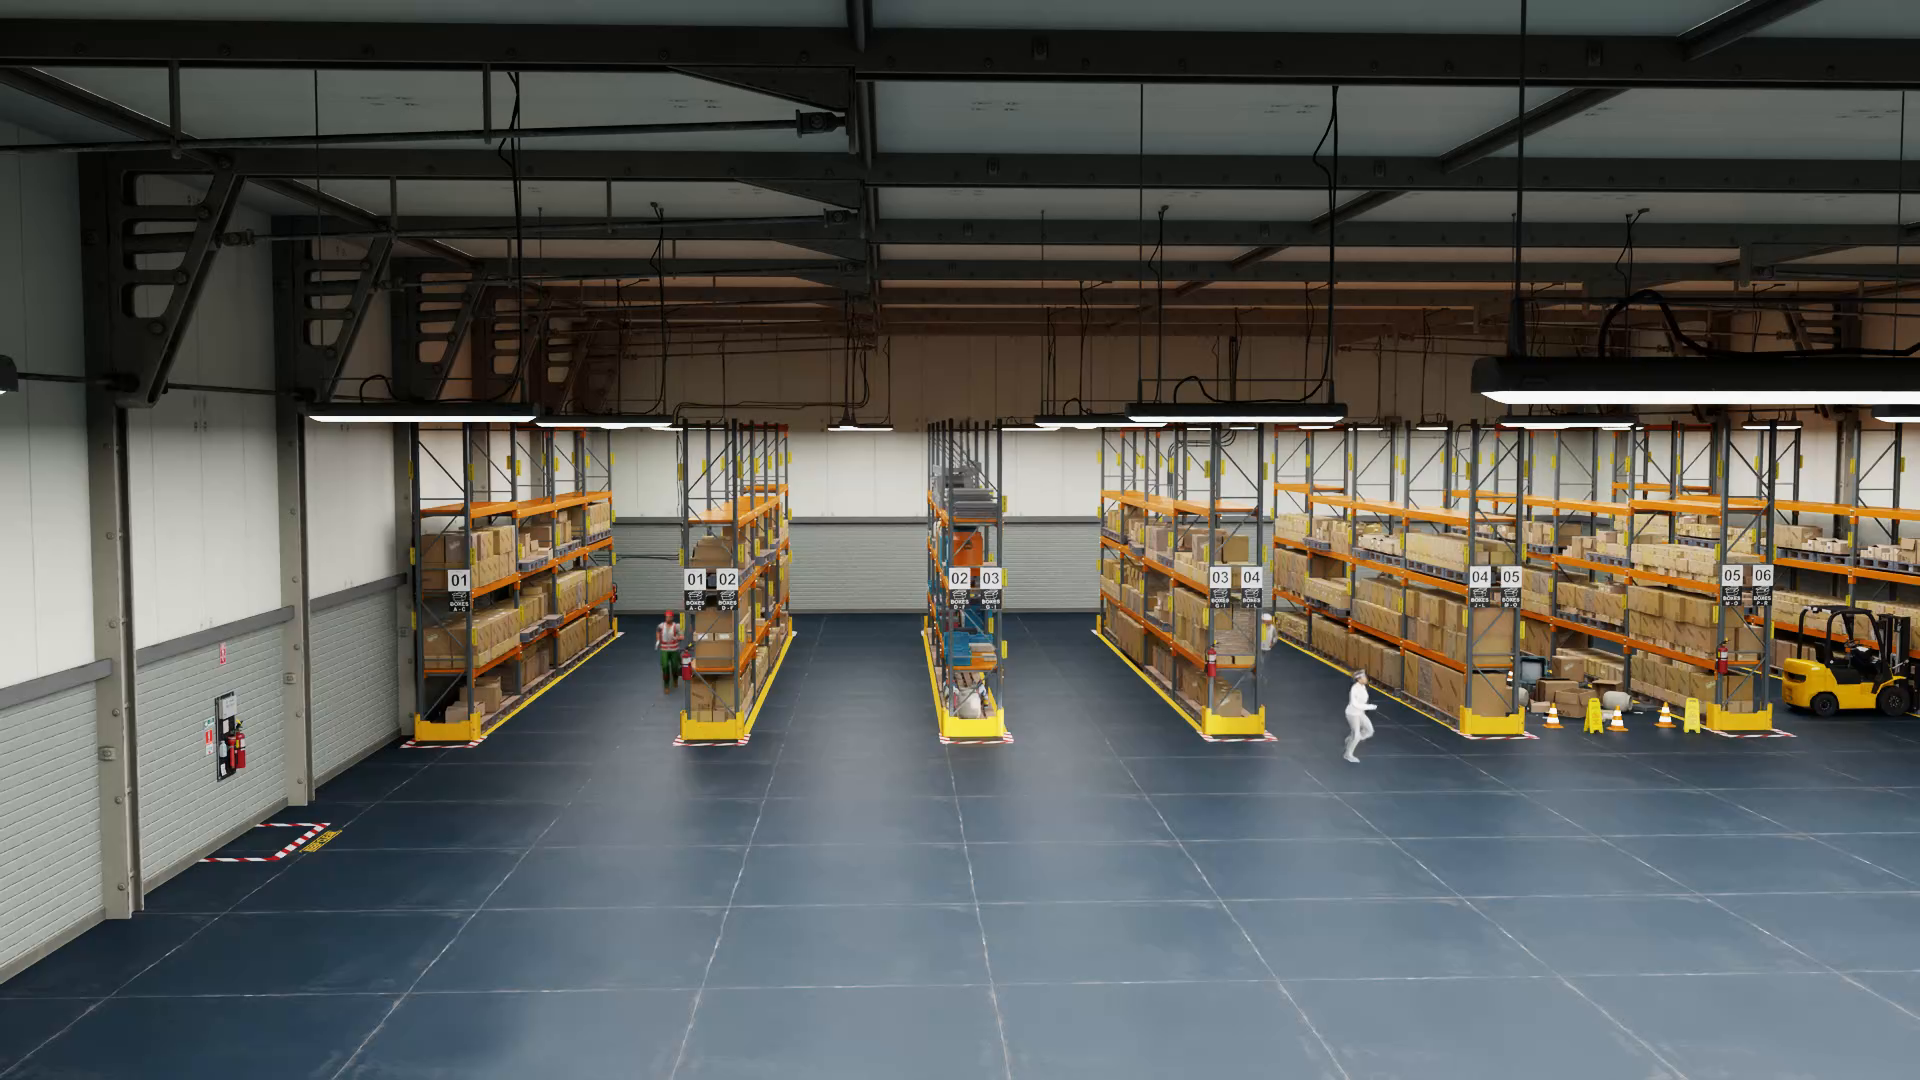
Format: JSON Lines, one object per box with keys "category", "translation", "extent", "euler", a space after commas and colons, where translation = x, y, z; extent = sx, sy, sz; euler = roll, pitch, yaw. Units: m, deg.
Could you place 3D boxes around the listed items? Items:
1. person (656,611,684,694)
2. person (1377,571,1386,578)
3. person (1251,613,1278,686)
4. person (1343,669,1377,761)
{"category": "person", "translation": [-6.405, 2.443, 36.714], "extent": [0.651, 1.791, 0.983], "euler": [0, 4, -2]}
{"category": "person", "translation": [12.697, 1.729, 49.801], "extent": [0.720, 1.626, 0.572], "euler": [-1, 4, -18]}
{"category": "person", "translation": [6.901, 2.480, 38.004], "extent": [0.664, 1.692, 0.984], "euler": [0, 4, -7]}
{"category": "person", "translation": [6.978, 3.050, 28.948], "extent": [0.614, 1.645, 0.652], "euler": [2, 4, 33]}
